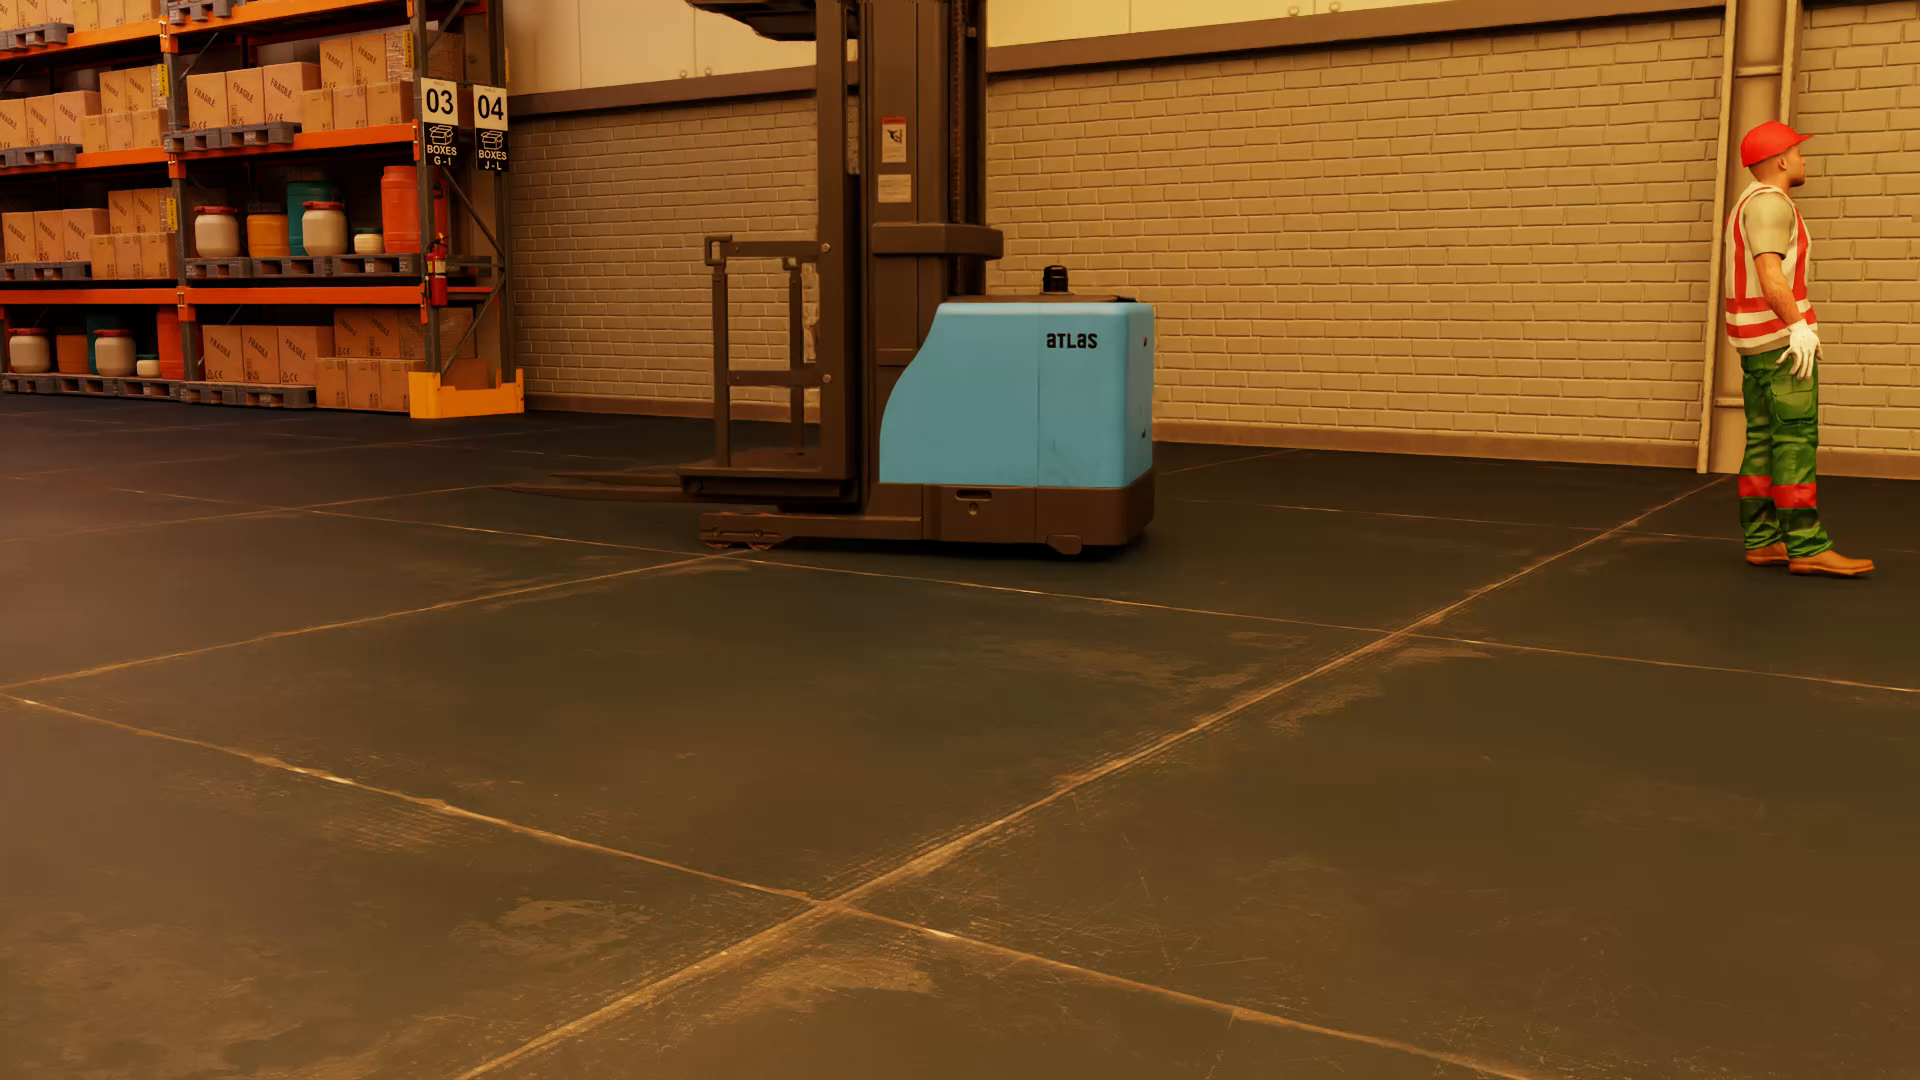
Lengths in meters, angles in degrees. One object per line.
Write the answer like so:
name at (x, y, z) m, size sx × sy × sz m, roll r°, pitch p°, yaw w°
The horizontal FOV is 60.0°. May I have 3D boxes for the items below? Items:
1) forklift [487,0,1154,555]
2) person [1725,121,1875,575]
forklift at (-0.664, -1.474, 7.556) m, size 3.031 × 2.935 × 1.130 m, roll 2°, pitch 8°, yaw 14°
person at (3.378, -0.785, 6.717) m, size 0.564 × 1.787 × 0.638 m, roll 2°, pitch 8°, yaw 14°
